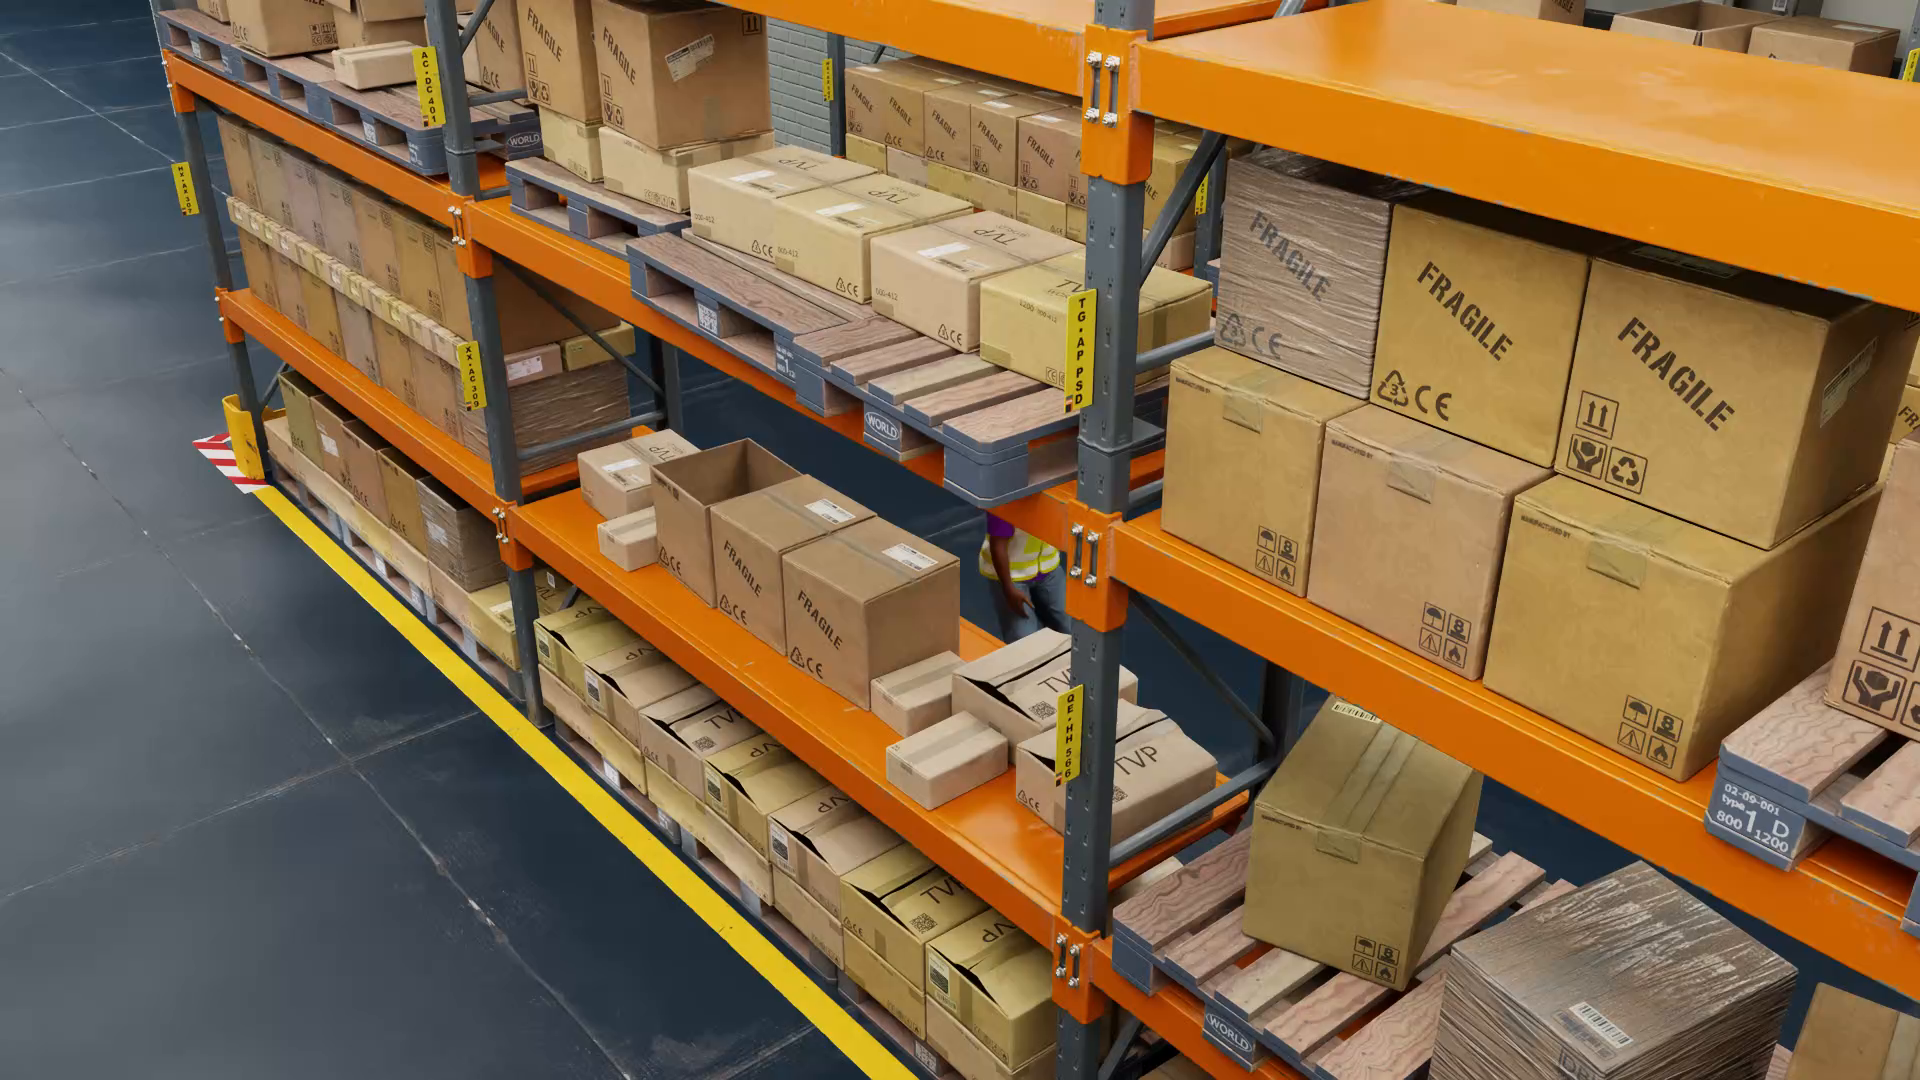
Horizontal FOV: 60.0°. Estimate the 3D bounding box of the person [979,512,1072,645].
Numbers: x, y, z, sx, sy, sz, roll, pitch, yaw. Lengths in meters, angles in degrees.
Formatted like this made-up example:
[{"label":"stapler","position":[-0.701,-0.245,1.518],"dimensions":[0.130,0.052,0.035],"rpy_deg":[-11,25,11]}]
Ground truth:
[{"label":"person","position":[0.387,0.170,8.370],"dimensions":[0.602,1.683,0.511],"rpy_deg":[-21,34,-33]}]
